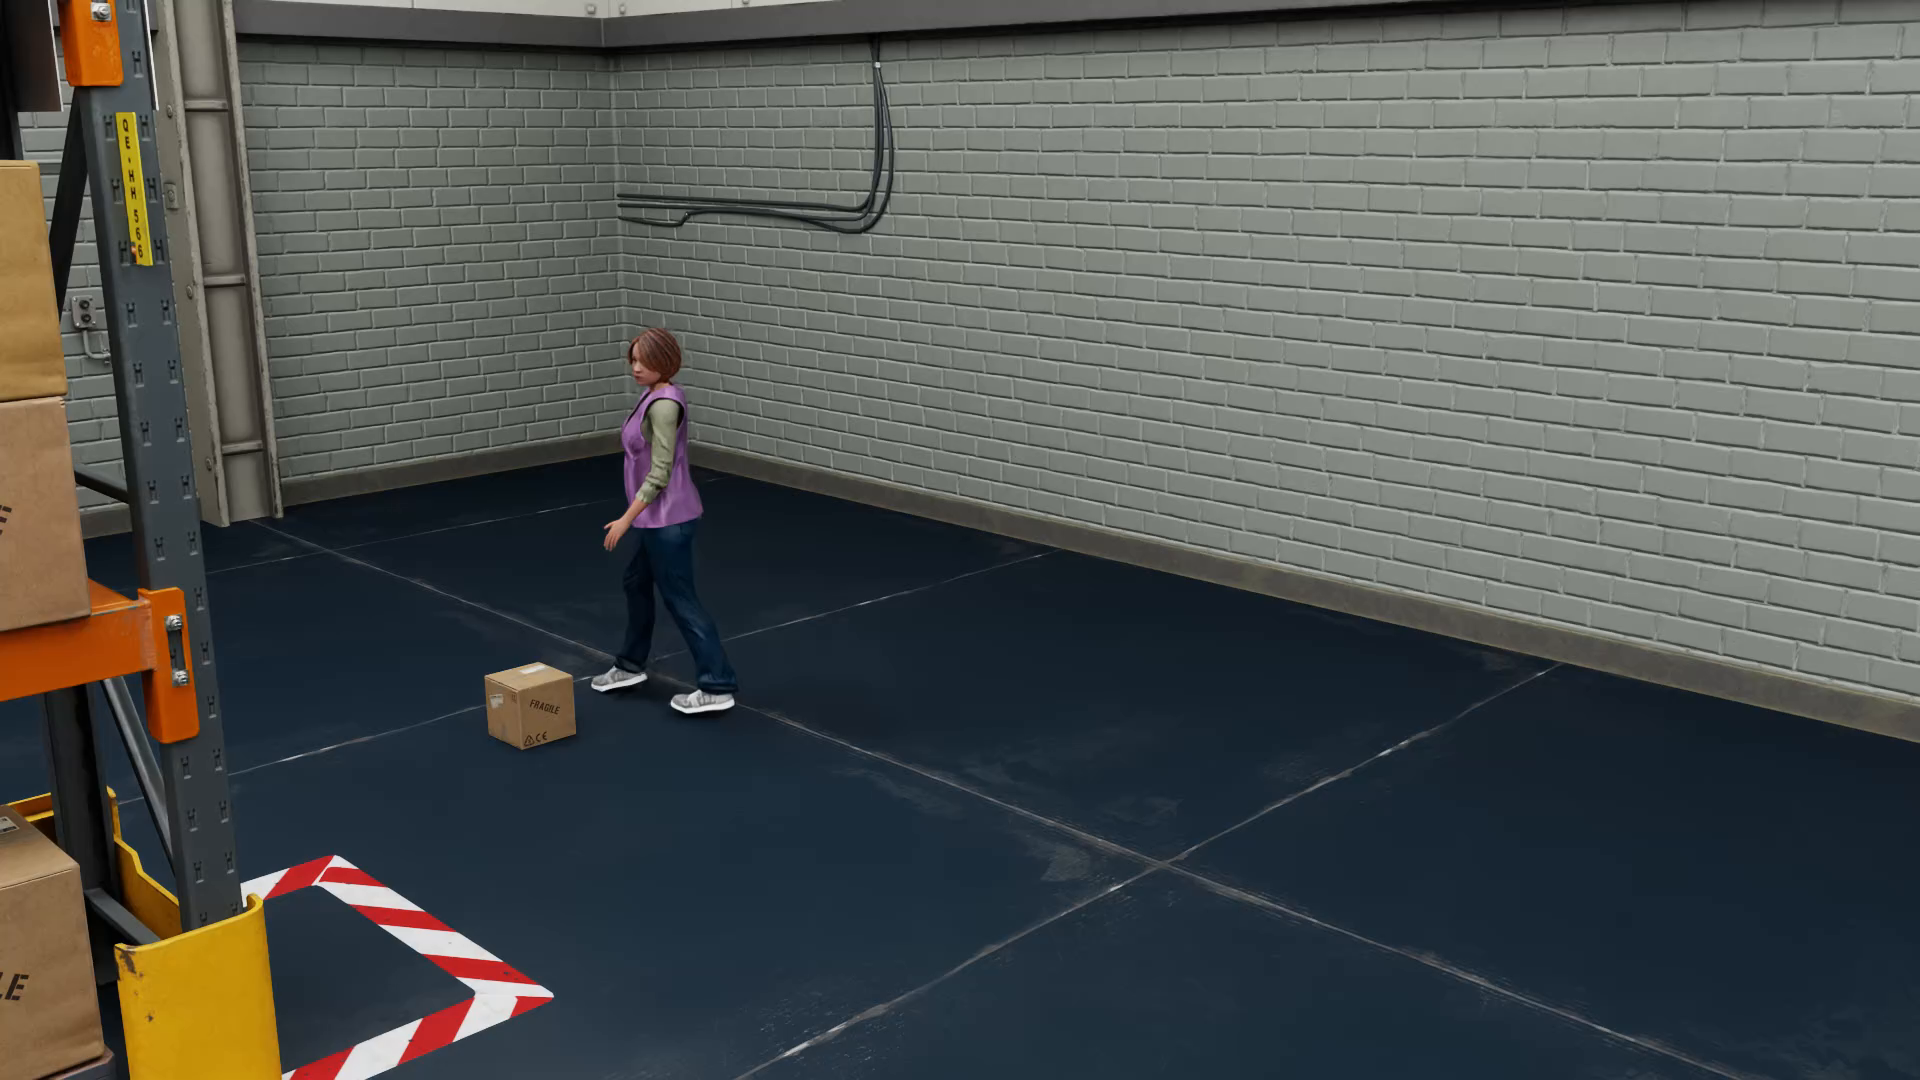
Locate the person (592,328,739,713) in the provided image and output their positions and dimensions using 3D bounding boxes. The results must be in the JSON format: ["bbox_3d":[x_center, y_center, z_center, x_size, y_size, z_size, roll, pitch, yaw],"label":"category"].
[{"bbox_3d":[-1.253,-0.082,6.826,0.680,1.592,0.570,0,14,-1],"label":"person"}]
